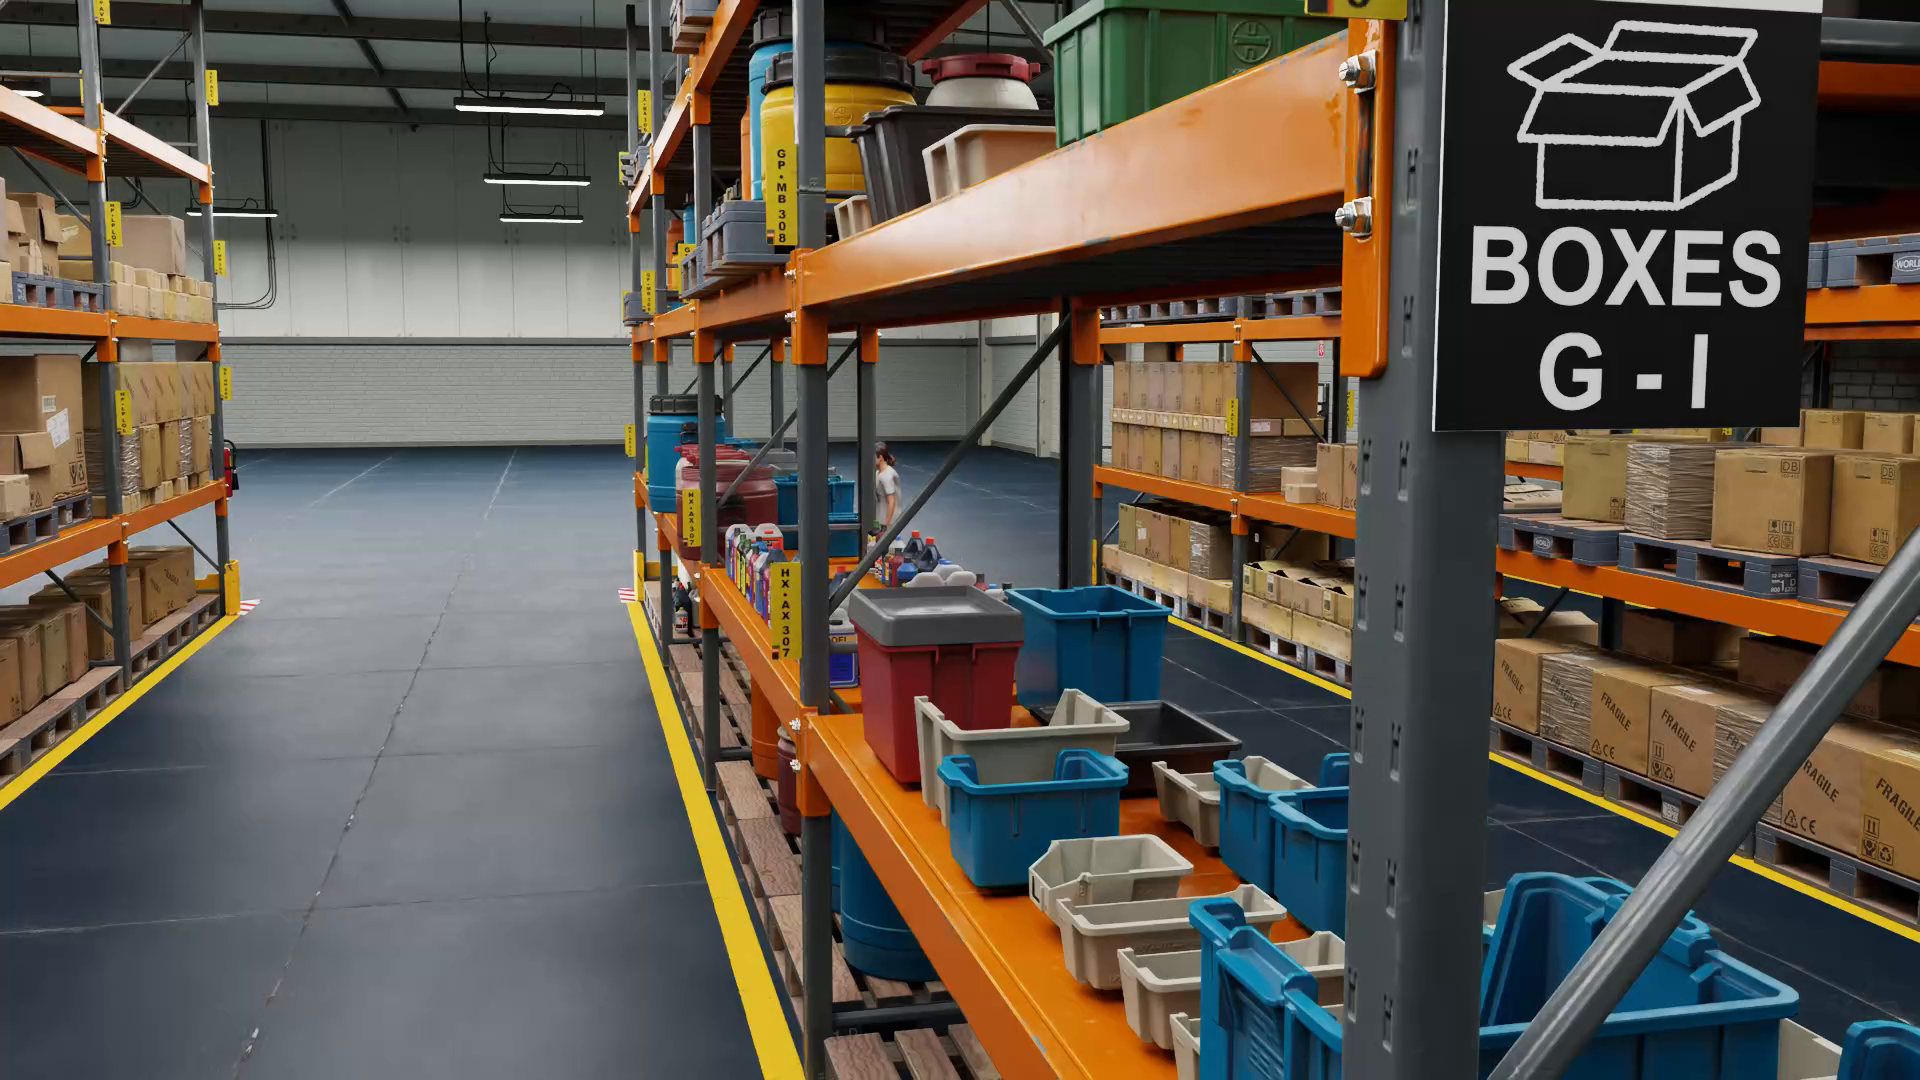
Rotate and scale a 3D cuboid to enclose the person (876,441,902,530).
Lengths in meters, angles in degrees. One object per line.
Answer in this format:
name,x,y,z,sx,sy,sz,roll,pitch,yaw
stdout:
person,-0.756,-0.140,16.434,0.359,1.673,0.486,-1,6,-13
